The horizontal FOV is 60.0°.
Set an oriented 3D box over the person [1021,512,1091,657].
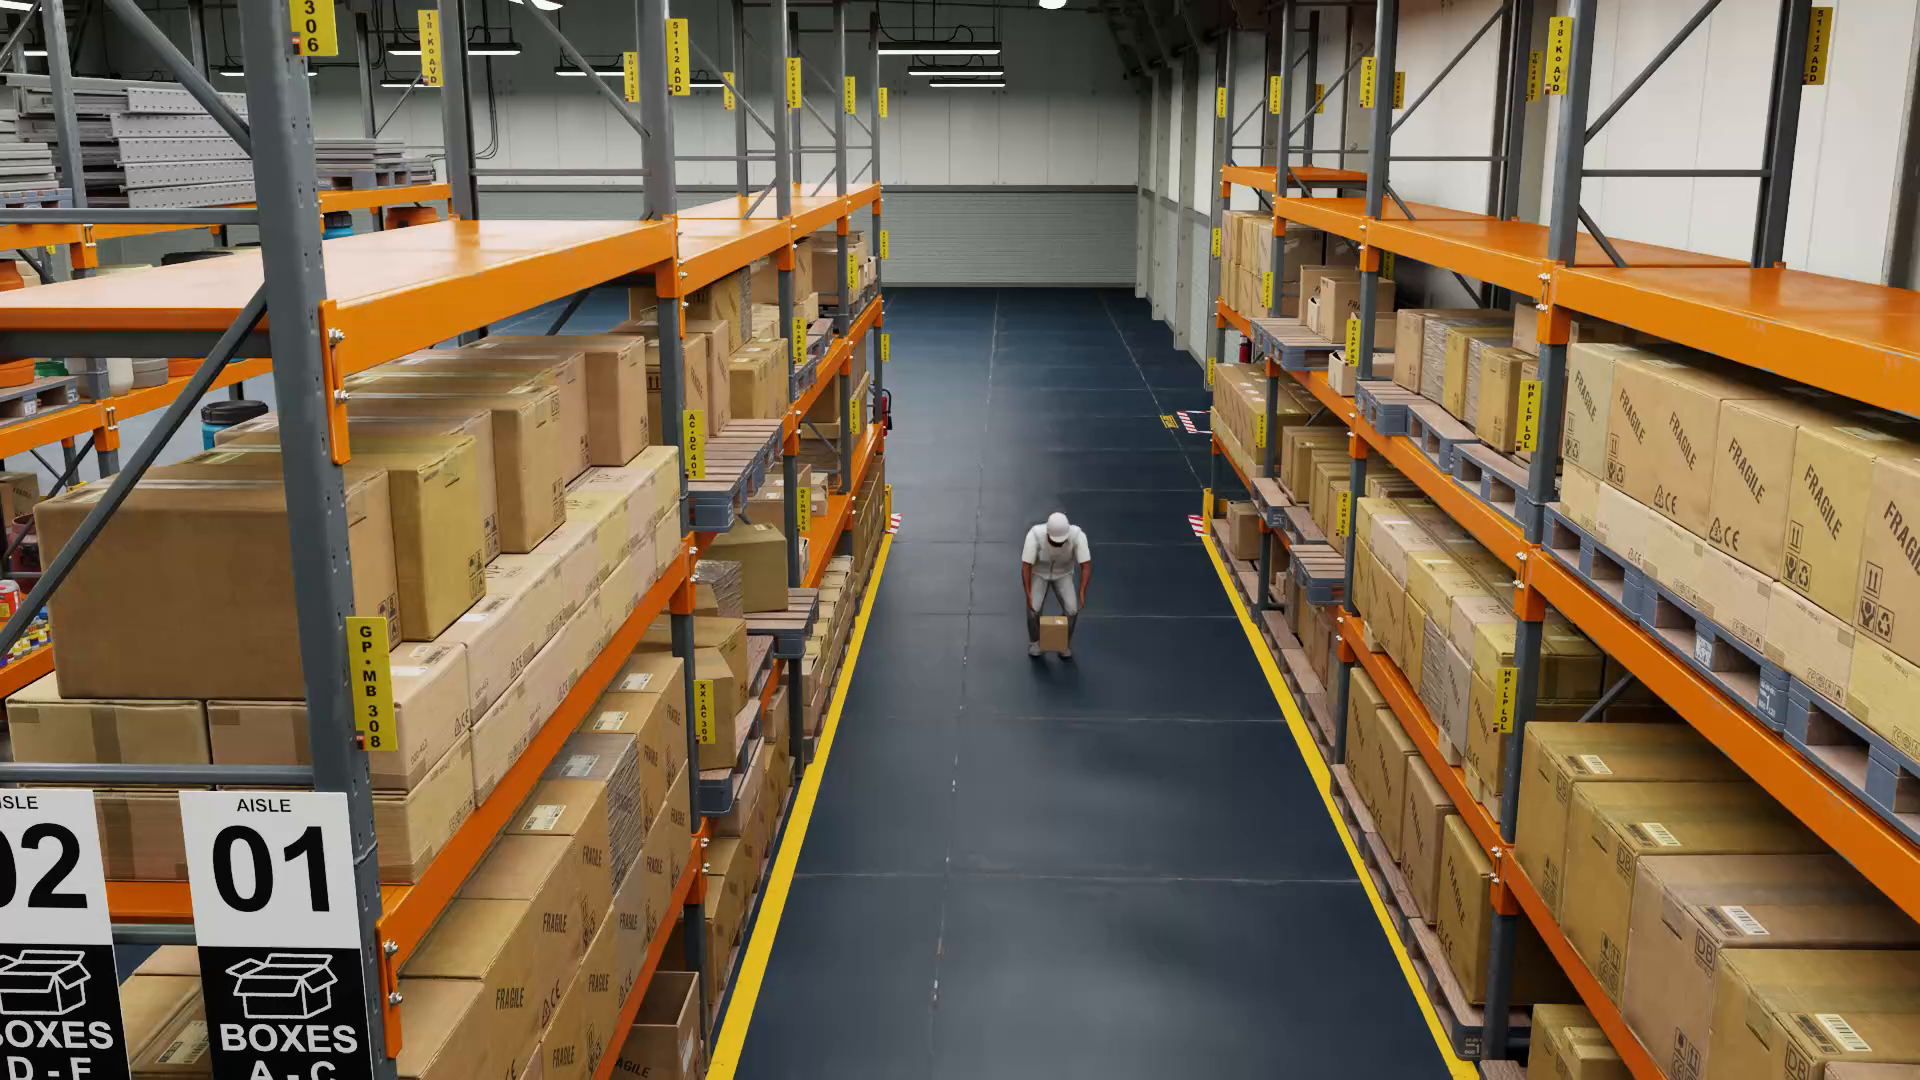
[{"bbox_3d":[0.874,0.377,15.174,0.632,1.405,0.762,0,14,2],"label":"person"}]
